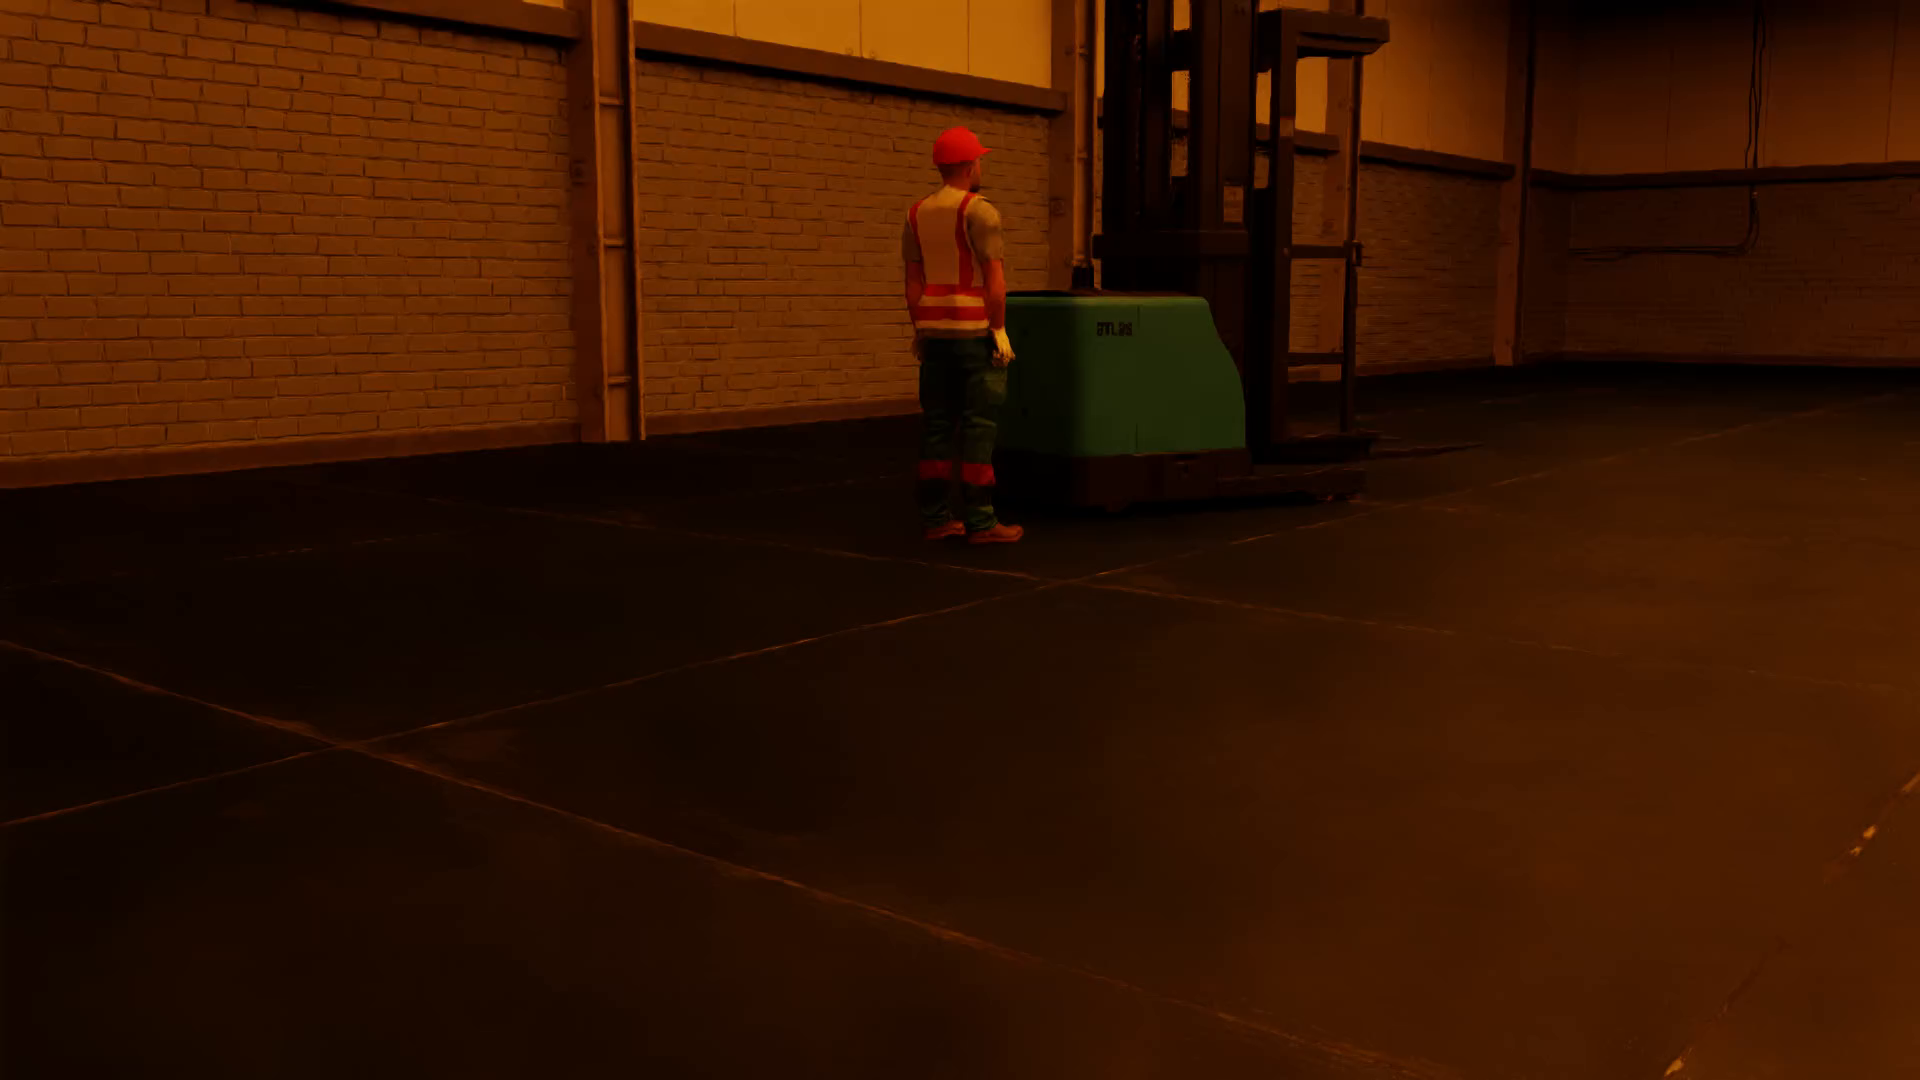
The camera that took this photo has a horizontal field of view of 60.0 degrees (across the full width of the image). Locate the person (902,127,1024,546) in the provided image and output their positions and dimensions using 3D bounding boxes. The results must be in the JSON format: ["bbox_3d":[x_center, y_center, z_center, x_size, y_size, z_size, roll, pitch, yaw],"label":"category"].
[{"bbox_3d":[0.012,-0.889,7.292,0.540,1.795,0.349,7,11,38],"label":"person"}]

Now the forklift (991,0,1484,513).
[{"bbox_3d":[1.581,-1.715,9.004,3.031,2.935,1.130,-5,10,-31],"label":"forklift"}]
